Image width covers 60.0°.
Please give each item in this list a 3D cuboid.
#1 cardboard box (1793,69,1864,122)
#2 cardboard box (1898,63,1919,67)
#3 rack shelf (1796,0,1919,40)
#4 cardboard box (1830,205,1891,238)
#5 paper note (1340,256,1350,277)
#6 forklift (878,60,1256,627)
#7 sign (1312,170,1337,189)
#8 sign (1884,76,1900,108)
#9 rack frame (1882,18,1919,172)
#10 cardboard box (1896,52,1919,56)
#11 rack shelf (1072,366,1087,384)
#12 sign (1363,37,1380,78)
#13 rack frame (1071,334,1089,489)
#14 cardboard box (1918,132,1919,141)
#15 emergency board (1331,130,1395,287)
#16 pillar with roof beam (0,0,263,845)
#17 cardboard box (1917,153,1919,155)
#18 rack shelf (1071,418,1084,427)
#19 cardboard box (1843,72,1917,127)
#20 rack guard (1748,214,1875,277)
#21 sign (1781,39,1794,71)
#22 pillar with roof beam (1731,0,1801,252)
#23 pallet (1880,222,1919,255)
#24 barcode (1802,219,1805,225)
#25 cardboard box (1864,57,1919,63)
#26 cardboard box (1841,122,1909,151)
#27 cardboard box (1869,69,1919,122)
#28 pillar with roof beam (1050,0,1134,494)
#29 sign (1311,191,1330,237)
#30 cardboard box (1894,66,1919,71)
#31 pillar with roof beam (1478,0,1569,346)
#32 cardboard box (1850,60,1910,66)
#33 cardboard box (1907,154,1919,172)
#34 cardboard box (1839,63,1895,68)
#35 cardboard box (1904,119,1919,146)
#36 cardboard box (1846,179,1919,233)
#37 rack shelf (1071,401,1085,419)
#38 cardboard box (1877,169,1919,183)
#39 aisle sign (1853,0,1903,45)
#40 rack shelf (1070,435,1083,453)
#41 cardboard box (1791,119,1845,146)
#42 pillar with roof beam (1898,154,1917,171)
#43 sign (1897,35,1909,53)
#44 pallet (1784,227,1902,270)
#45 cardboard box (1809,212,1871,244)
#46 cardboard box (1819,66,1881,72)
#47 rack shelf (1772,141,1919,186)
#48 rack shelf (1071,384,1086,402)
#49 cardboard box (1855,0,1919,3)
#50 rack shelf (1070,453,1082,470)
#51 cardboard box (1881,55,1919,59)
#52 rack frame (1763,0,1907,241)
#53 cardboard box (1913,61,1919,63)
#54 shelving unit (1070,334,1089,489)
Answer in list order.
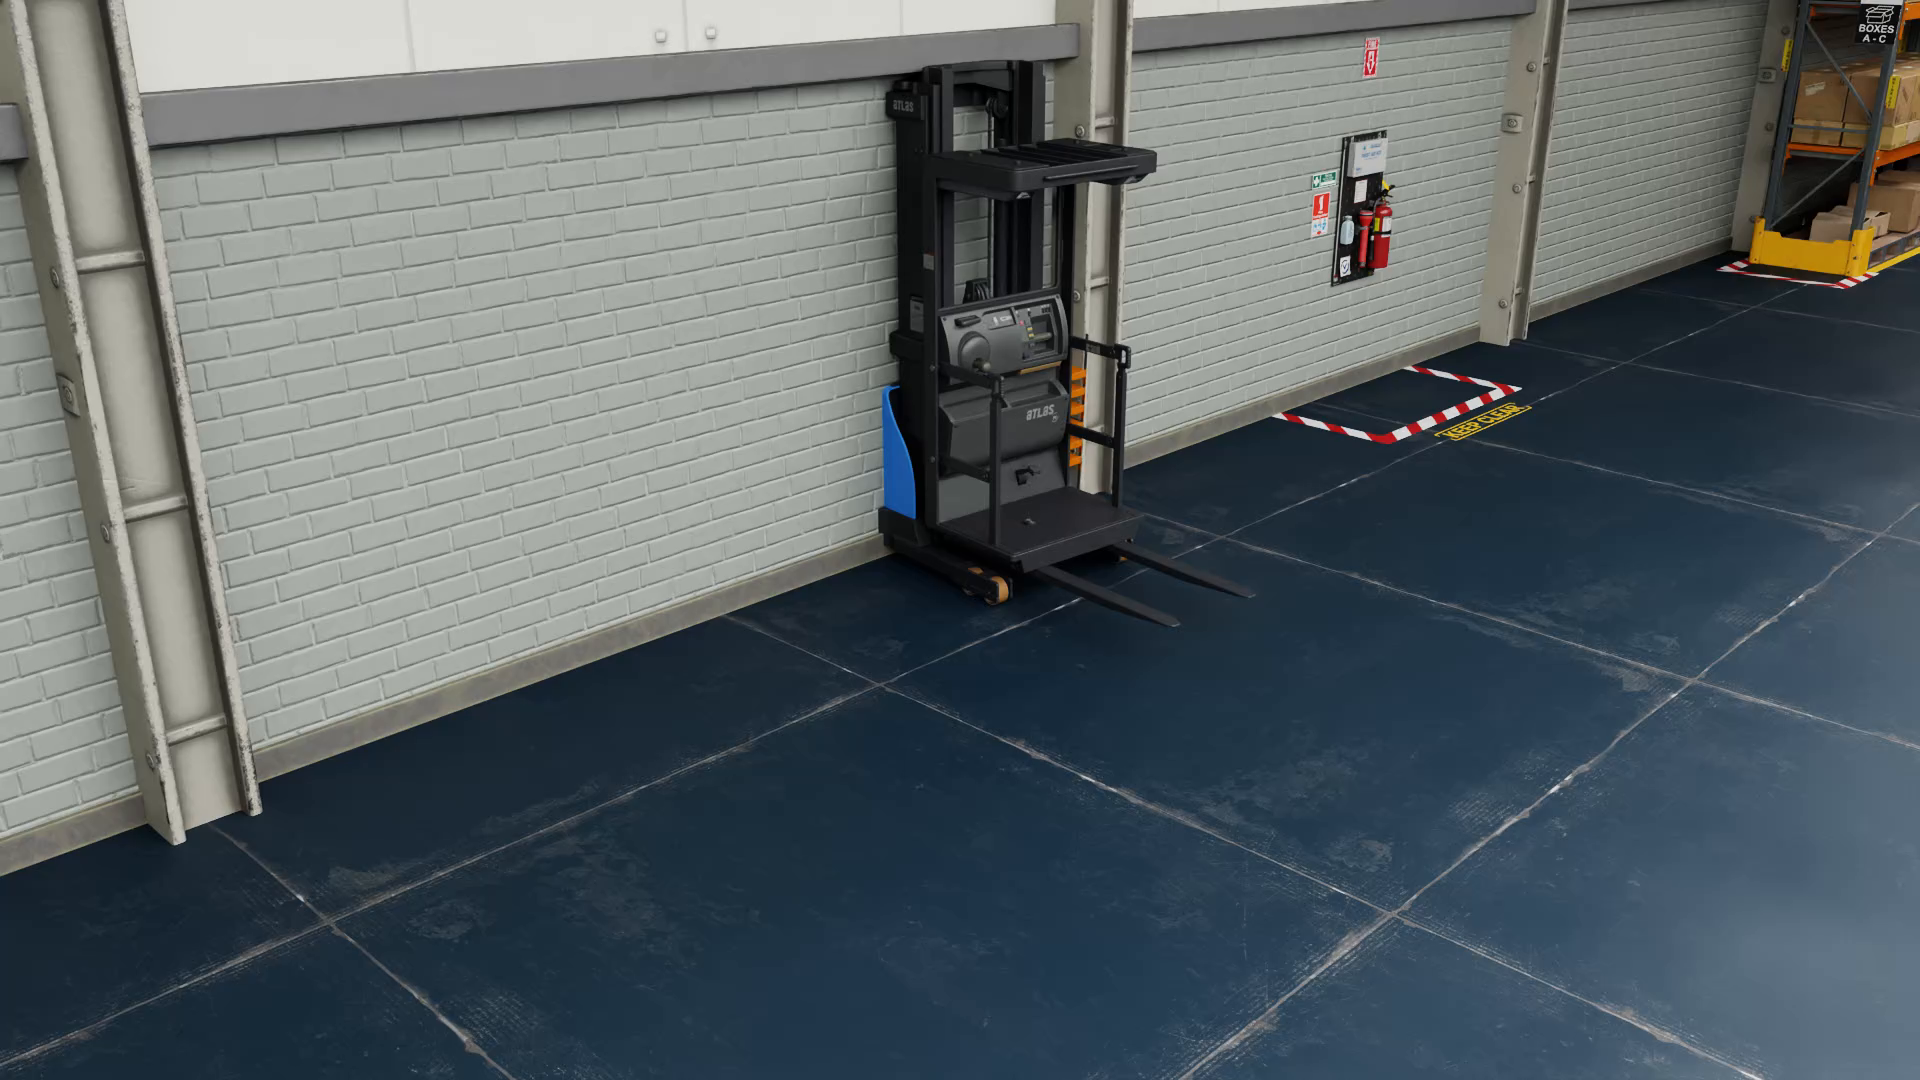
[{"bbox_3d":[9.509,-4.869,18.196,0.500,0.500,0.500,19,28,40],"label":"cardboard box"},{"bbox_3d":[10.949,-5.133,18.885,0.500,0.500,0.500,-19,28,-40],"label":"cardboard box"},{"bbox_3d":[10.728,-5.983,18.782,1.077,0.370,4.000,19,28,41],"label":"rack shelf"},{"bbox_3d":[10.277,-3.657,19.043,0.500,0.311,0.500,-17,27,-38],"label":"cardboard box"},{"bbox_3d":[3.091,-2.194,13.329,0.016,0.148,0.142,19,28,41],"label":"paper note"},{"bbox_3d":[0.404,-1.196,9.601,1.130,2.935,3.031,-17,27,-37],"label":"forklift"},{"bbox_3d":[2.814,-2.780,12.838,0.001,0.109,0.331,19,28,41],"label":"sign"},{"bbox_3d":[9.721,-4.673,17.345,0.100,0.325,0.005,19,28,41],"label":"sign"},{"bbox_3d":[12.123,-5.433,20.529,1.000,3.000,0.127,19,28,41],"label":"rack frame"},{"bbox_3d":[11.645,-5.654,20.240,0.500,0.500,0.500,18,28,39],"label":"cardboard box"},{"bbox_3d":[0.666,-1.072,10.788,0.180,0.103,0.258,-20,32,-39],"label":"rack shelf"},{"bbox_3d":[3.187,-3.738,12.888,0.001,0.298,0.199,19,28,41],"label":"sign"},{"bbox_3d":[0.726,-0.809,10.975,0.006,1.200,0.240,-20,32,-39],"label":"rack frame"},{"bbox_3d":[10.612,-4.657,18.690,0.500,0.250,0.500,19,28,40],"label":"cardboard box"},{"bbox_3d":[3.264,-2.633,13.245,0.194,1.169,0.643,19,28,41],"label":"emergency board"},{"bbox_3d":[-0.271,-1.897,2.968,9.100,9.000,0.400,19,28,41],"label":"pillar with roof beam"},{"bbox_3d":[12.949,-4.810,21.780,0.700,0.500,0.500,19,28,40],"label":"cardboard box"},{"bbox_3d":[0.658,-0.744,10.936,0.180,0.103,0.258,-20,32,-39],"label":"rack shelf"},{"bbox_3d":[9.881,-4.742,17.866,0.500,0.500,0.500,19,28,41],"label":"cardboard box"},{"bbox_3d":[9.385,-3.258,18.353,1.175,0.500,0.348,19,28,41],"label":"rack guard"},{"bbox_3d":[8.949,-5.237,17.964,0.100,0.325,0.005,19,28,41],"label":"sign"},{"bbox_3d":[12.285,-6.524,15.006,9.100,9.000,0.400,19,28,41],"label":"pillar with roof beam"},{"bbox_3d":[10.829,-3.635,19.737,1.003,0.211,1.213,19,28,41],"label":"pallet"},{"bbox_3d":[9.606,-3.620,18.932,0.001,0.075,0.075,19,28,41],"label":"barcode"},{"bbox_3d":[10.930,-5.395,19.566,0.500,0.500,0.500,-19,28,-41],"label":"cardboard box"},{"bbox_3d":[9.900,-4.390,17.997,0.500,0.250,0.500,18,28,39],"label":"cardboard box"},{"bbox_3d":[10.233,-4.866,18.190,0.500,0.500,0.500,19,28,41],"label":"cardboard box"},{"bbox_3d":[3.914,-3.439,6.980,9.100,9.000,0.400,19,28,41],"label":"pillar with roof beam"},{"bbox_3d":[2.804,-2.534,12.936,0.001,0.329,0.234,19,28,41],"label":"sign"},{"bbox_3d":[10.598,-4.998,18.532,0.500,0.500,0.500,18,27,39],"label":"cardboard box"},{"bbox_3d":[8.100,-4.982,10.993,9.100,9.000,0.400,19,28,41],"label":"pillar with roof beam"},{"bbox_3d":[10.576,-5.259,19.212,0.500,0.500,0.500,-20,29,-41],"label":"cardboard box"},{"bbox_3d":[12.624,-4.665,21.402,0.500,0.500,0.700,-19,28,-40],"label":"cardboard box"},{"bbox_3d":[10.225,-5.130,18.875,0.500,0.500,0.500,18,28,39],"label":"cardboard box"},{"bbox_3d":[10.252,-4.527,18.353,0.500,0.250,0.500,18,28,39],"label":"cardboard box"},{"bbox_3d":[10.825,-3.921,19.467,0.700,0.500,0.500,17,27,37],"label":"cardboard box"},{"bbox_3d":[0.661,-0.853,10.887,0.180,0.103,0.258,-20,32,-39],"label":"rack shelf"},{"bbox_3d":[11.427,-4.195,20.178,0.500,0.500,0.500,17,27,37],"label":"cardboard box"},{"bbox_3d":[9.497,-5.525,17.144,0.394,0.787,0.004,19,28,41],"label":"aisle sign"},{"bbox_3d":[0.655,-0.635,10.986,0.180,0.103,0.258,-20,32,-39],"label":"rack shelf"},{"bbox_3d":[9.520,-4.513,18.316,0.500,0.250,0.500,-20,28,-41],"label":"cardboard box"},{"bbox_3d":[16.471,-8.066,19.018,9.100,9.000,0.400,19,28,41],"label":"pillar with roof beam"},{"bbox_3d":[11.723,-6.112,20.680,0.100,0.325,0.005,19,28,41],"label":"sign"},{"bbox_3d":[9.978,-3.323,18.925,1.003,0.211,1.213,19,28,41],"label":"pallet"},{"bbox_3d":[9.880,-3.511,18.662,0.500,0.311,0.500,15,26,35],"label":"cardboard box"},{"bbox_3d":[9.867,-4.996,18.527,0.500,0.500,0.500,-20,29,-41],"label":"cardboard box"},{"bbox_3d":[10.728,-4.583,19.321,1.077,0.370,4.000,19,28,41],"label":"rack shelf"},{"bbox_3d":[0.664,-0.963,10.837,0.180,0.103,0.258,-20,32,-39],"label":"rack shelf"},{"bbox_3d":[9.745,-5.884,17.355,0.500,0.500,0.500,-19,28,-41],"label":"cardboard box"},{"bbox_3d":[0.652,-0.525,11.035,0.180,0.103,0.258,-20,32,-39],"label":"rack shelf"},{"bbox_3d":[11.282,-5.522,19.896,0.500,0.500,0.500,19,28,40],"label":"cardboard box"},{"bbox_3d":[9.332,-4.405,17.854,1.000,3.000,0.127,19,28,41],"label":"rack frame"},{"bbox_3d":[11.312,-5.267,19.233,0.500,0.500,0.500,18,28,39],"label":"cardboard box"},{"bbox_3d":[0.659,-0.785,10.918,0.189,1.200,0.258,-20,32,-39],"label":"shelving unit"}]
